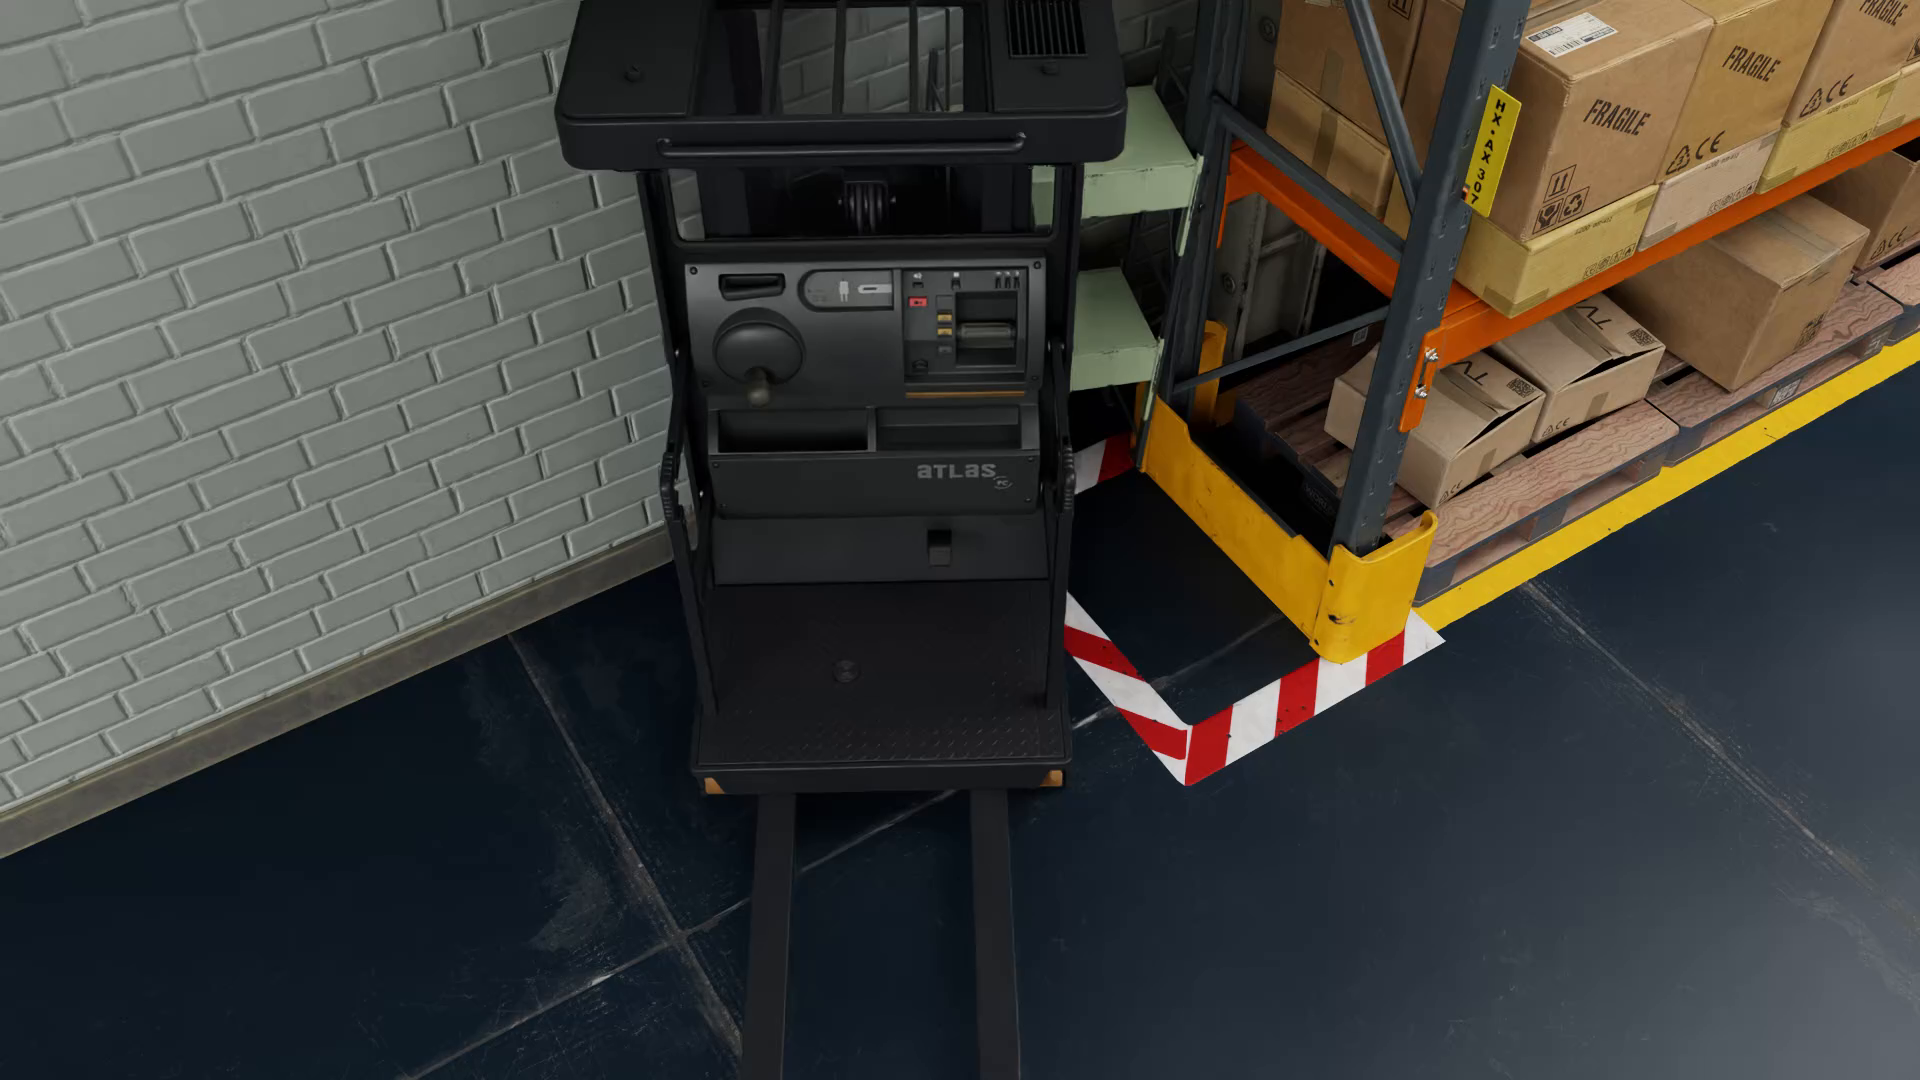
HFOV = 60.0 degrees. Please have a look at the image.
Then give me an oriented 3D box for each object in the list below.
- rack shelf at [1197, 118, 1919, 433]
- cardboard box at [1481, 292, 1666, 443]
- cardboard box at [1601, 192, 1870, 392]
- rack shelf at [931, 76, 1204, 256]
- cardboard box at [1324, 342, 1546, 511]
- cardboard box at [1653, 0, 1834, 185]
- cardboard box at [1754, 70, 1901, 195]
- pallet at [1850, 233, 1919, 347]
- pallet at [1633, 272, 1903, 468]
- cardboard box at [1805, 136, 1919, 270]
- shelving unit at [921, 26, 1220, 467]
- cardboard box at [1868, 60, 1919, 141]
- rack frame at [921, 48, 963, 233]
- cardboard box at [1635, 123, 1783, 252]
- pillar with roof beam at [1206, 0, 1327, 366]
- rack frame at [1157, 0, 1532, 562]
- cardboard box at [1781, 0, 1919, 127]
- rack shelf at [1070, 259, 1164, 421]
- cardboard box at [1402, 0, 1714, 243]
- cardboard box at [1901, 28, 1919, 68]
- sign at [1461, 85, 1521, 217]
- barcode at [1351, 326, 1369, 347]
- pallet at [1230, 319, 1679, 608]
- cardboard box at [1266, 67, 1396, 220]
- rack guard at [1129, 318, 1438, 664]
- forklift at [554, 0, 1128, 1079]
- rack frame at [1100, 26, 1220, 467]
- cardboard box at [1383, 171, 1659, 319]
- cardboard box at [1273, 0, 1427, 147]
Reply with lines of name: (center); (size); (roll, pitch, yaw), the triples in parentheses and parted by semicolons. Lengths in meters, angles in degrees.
rack shelf: (2.671, -1.543, 5.597); (4.000, 0.370, 1.077); (-25, 53, -21)
cardboard box: (2.095, -0.684, 5.856); (0.500, 0.311, 0.500); (-21, 52, -18)
cardboard box: (2.742, -1.007, 6.018); (0.500, 0.500, 0.700); (-28, 54, -23)
rack shelf: (0.300, -1.094, 5.035); (0.720, 0.370, 0.431); (-9, 51, -13)
cardboard box: (1.613, -0.456, 5.654); (0.500, 0.311, 0.500); (-31, 55, -25)
cardboard box: (1.967, -1.383, 4.558); (0.500, 0.500, 0.500); (-25, 53, -21)
cardboard box: (2.427, -1.351, 5.032); (0.500, 0.250, 0.500); (-26, 53, -21)
pallet: (3.814, -1.362, 6.822); (1.213, 0.211, 1.003); (-25, 53, -21)
pallet: (2.781, -0.873, 6.386); (1.213, 0.211, 1.003); (-25, 53, -21)
cardboard box: (3.506, -1.456, 6.417); (0.500, 0.500, 0.500); (-29, 54, -23)
shelving unit: (0.274, -0.839, 5.329); (0.755, 1.500, 0.431); (-9, 51, -13)
cardboard box: (2.856, -1.551, 5.210); (0.500, 0.250, 0.500); (-25, 53, -20)
rack frame: (-0.079, -0.783, 5.249); (0.023, 1.500, 0.400); (-9, 51, -13)
cardboard box: (1.993, -1.152, 4.854); (0.500, 0.250, 0.500); (-27, 54, -22)
pillar with roof beam: (3.407, -1.087, 0.692); (0.400, 9.000, 9.100); (-25, 53, -21)
rack frame: (0.980, -0.986, 4.619); (0.127, 3.000, 1.000); (-25, 53, -21)
cardboard box: (2.408, -1.585, 4.737); (0.500, 0.500, 0.500); (-27, 54, -22)
rack shelf: (0.252, -0.626, 5.575); (0.720, 0.370, 0.431); (-9, 51, -13)
cardboard box: (1.544, -1.192, 4.388); (0.500, 0.500, 0.500); (-25, 53, -21)
cardboard box: (2.838, -1.798, 4.927); (0.500, 0.500, 0.500); (-24, 52, -20)
sign: (1.269, -0.931, 3.991); (0.005, 0.325, 0.100); (-25, 53, -21)
barcode: (1.415, -0.719, 5.882); (0.075, 0.075, 0.001); (-25, 53, -21)
pallet: (1.750, -0.390, 5.956); (1.213, 0.211, 1.003); (-25, 53, -21)
cardboard box: (1.272, -1.251, 4.943); (0.500, 0.250, 0.500); (-25, 53, -20)
rack guard: (1.044, -0.184, 5.580); (0.348, 0.500, 1.175); (-25, 53, -21)
forklift: (-0.234, -0.451, 4.189); (1.130, 2.935, 3.031); (-1, 48, -1)
rack frame: (0.627, -0.895, 5.409); (0.023, 1.500, 0.400); (-9, 51, -13)
cardboard box: (1.562, -0.936, 4.662); (0.500, 0.250, 0.500); (-27, 54, -22)
cardboard box: (1.265, -1.514, 4.674); (0.500, 0.500, 0.500); (-26, 53, -21)
